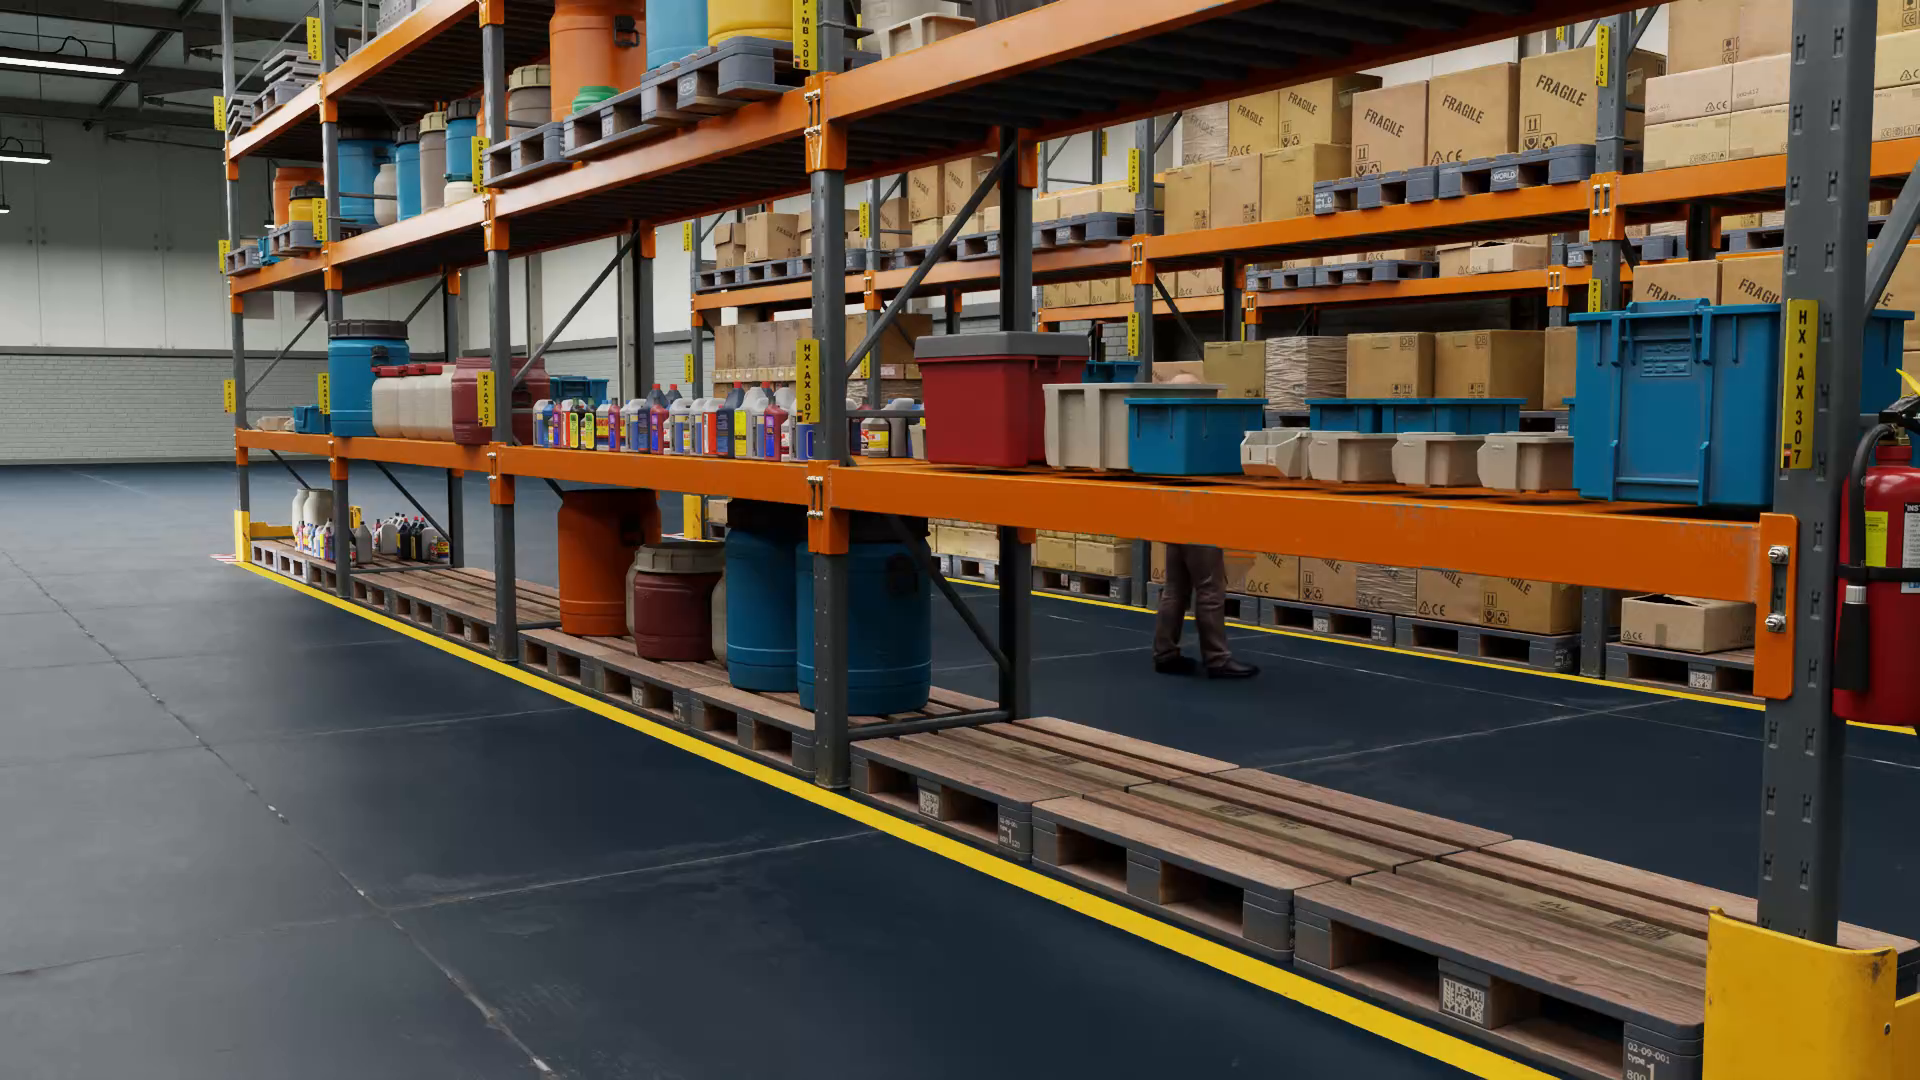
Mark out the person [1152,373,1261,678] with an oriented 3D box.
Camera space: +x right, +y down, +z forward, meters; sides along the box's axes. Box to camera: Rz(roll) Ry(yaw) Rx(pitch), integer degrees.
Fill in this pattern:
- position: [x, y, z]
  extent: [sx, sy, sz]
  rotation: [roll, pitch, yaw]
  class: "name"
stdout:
- position: [1.401, -0.089, 9.533]
  extent: [0.567, 1.724, 0.582]
  rotation: [-1, 5, -8]
  class: "person"
